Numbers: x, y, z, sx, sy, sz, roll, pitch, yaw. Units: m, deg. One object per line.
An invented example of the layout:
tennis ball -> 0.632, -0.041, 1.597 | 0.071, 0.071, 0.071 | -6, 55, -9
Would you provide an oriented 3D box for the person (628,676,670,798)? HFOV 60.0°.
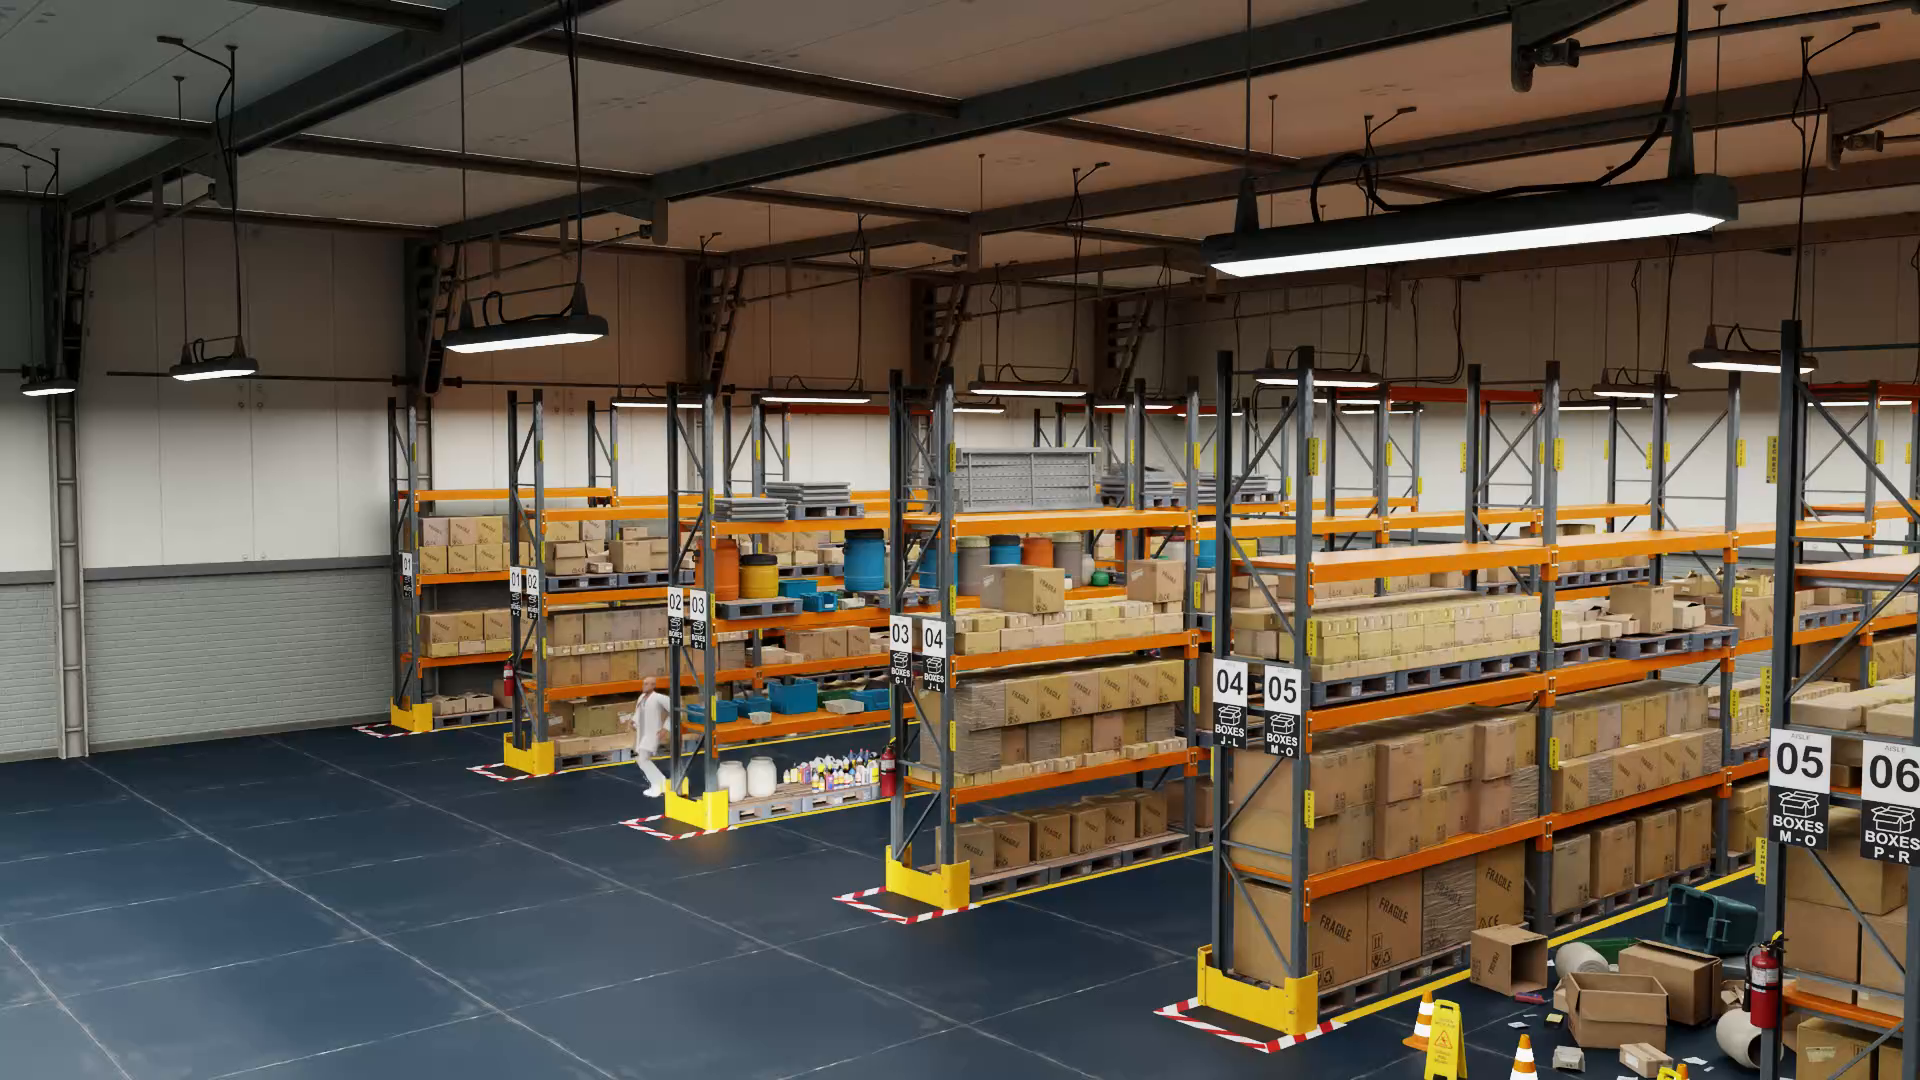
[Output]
person -> -4.536, 2.879, 24.240 | 0.708, 1.778, 0.628 | 3, 4, 40
